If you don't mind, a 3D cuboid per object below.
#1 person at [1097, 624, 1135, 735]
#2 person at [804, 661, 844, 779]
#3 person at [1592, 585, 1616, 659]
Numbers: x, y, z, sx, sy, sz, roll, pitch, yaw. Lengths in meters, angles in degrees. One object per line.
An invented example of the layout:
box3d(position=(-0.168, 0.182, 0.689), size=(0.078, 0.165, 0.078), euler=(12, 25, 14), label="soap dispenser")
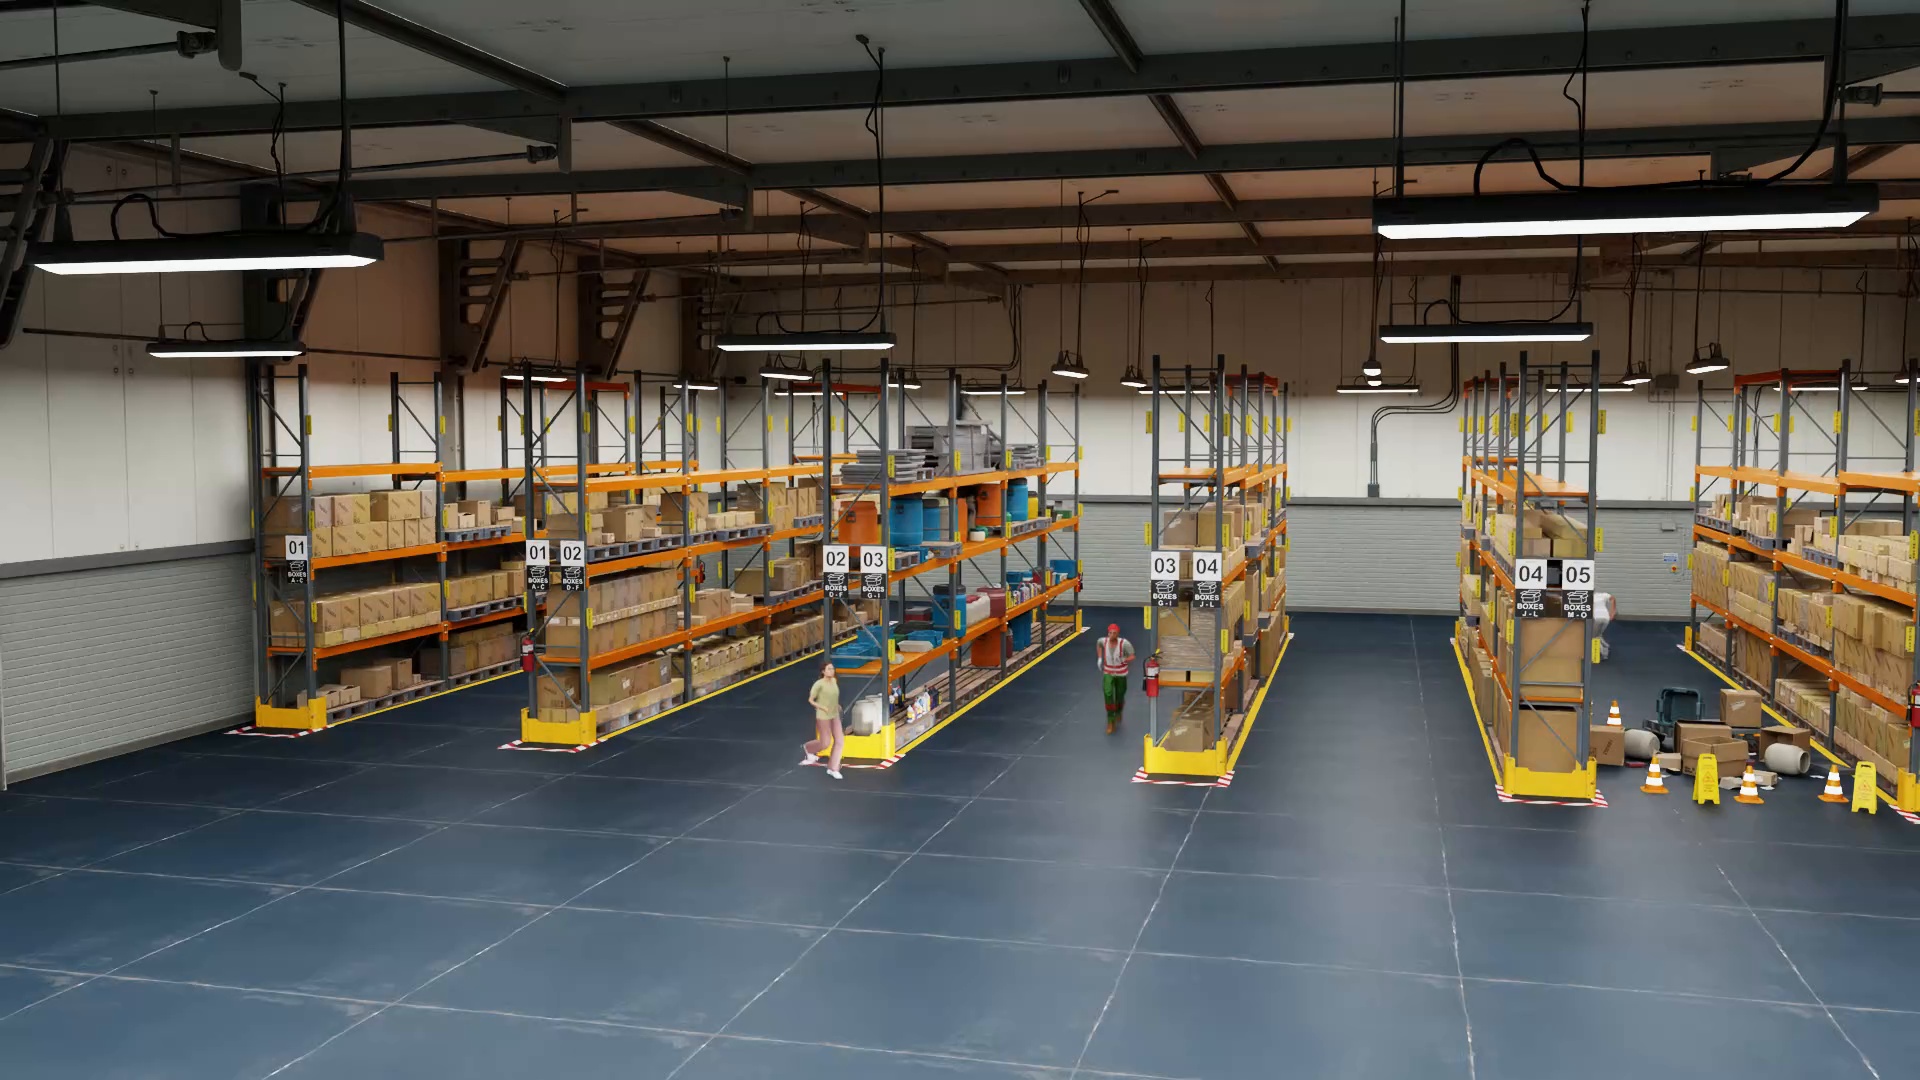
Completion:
box3d(position=(2.563, 2.239, 27.338), size=(0.653, 1.794, 0.990), euler=(1, 4, 9), label="person")
box3d(position=(-1.932, 2.560, 23.853), size=(0.589, 1.660, 0.797), euler=(-4, 5, -43), label="person")
box3d(position=(13.725, 1.754, 35.795), size=(0.694, 1.574, 0.882), euler=(-1, 4, -13), label="person")
